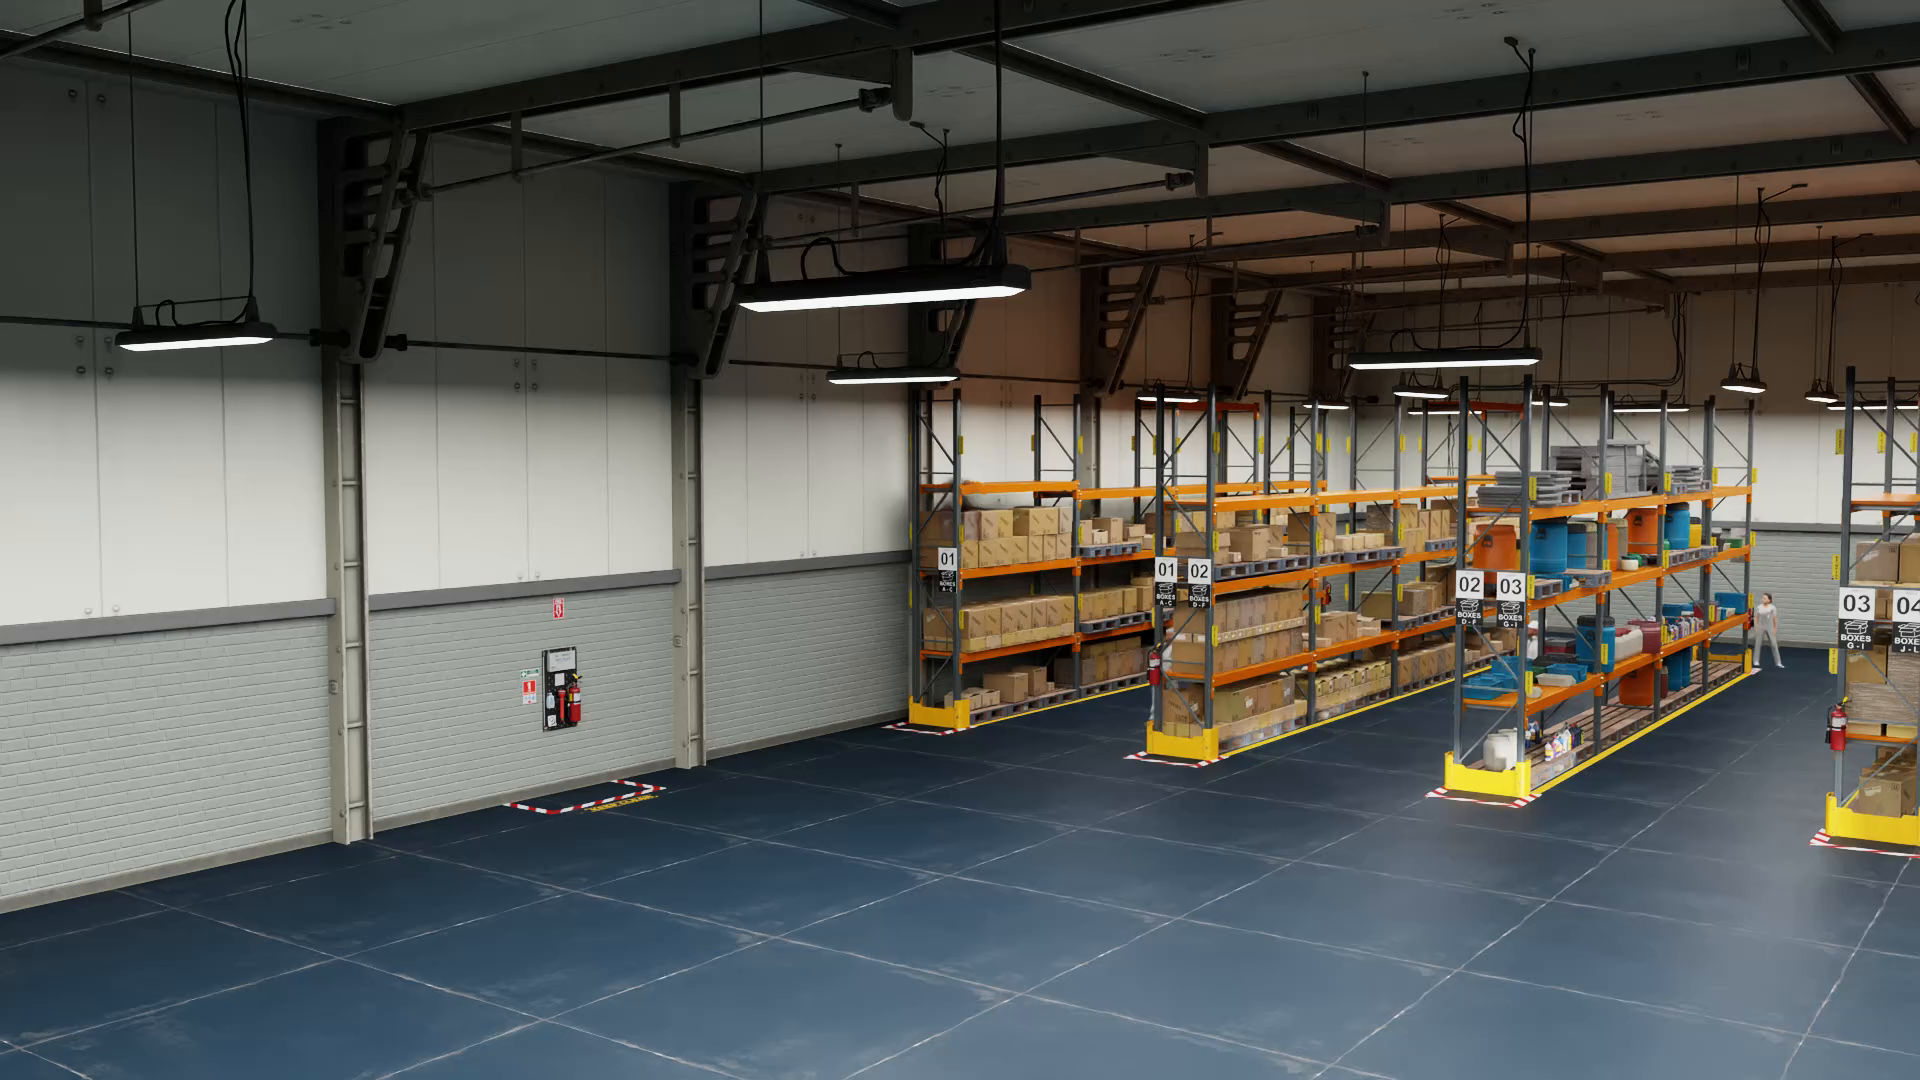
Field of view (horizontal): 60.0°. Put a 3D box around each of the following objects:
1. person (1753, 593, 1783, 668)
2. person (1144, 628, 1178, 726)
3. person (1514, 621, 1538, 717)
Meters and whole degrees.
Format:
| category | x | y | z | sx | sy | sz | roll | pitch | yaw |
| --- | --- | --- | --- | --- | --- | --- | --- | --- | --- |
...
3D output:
| category | x | y | z | sx | sy | sz | roll | pitch | yaw |
| --- | --- | --- | --- | --- | --- | --- | --- | --- | --- |
| person | 18.319 | 2.046 | 37.646 | 0.620 | 1.663 | 0.408 | 2 | 4 | 25 |
| person | 3.648 | 2.429 | 29.584 | 0.541 | 1.724 | 1.026 | 2 | 4 | 35 |
| person | 10.656 | 2.390 | 30.936 | 0.538 | 1.778 | 0.940 | 3 | 4 | 39 |
